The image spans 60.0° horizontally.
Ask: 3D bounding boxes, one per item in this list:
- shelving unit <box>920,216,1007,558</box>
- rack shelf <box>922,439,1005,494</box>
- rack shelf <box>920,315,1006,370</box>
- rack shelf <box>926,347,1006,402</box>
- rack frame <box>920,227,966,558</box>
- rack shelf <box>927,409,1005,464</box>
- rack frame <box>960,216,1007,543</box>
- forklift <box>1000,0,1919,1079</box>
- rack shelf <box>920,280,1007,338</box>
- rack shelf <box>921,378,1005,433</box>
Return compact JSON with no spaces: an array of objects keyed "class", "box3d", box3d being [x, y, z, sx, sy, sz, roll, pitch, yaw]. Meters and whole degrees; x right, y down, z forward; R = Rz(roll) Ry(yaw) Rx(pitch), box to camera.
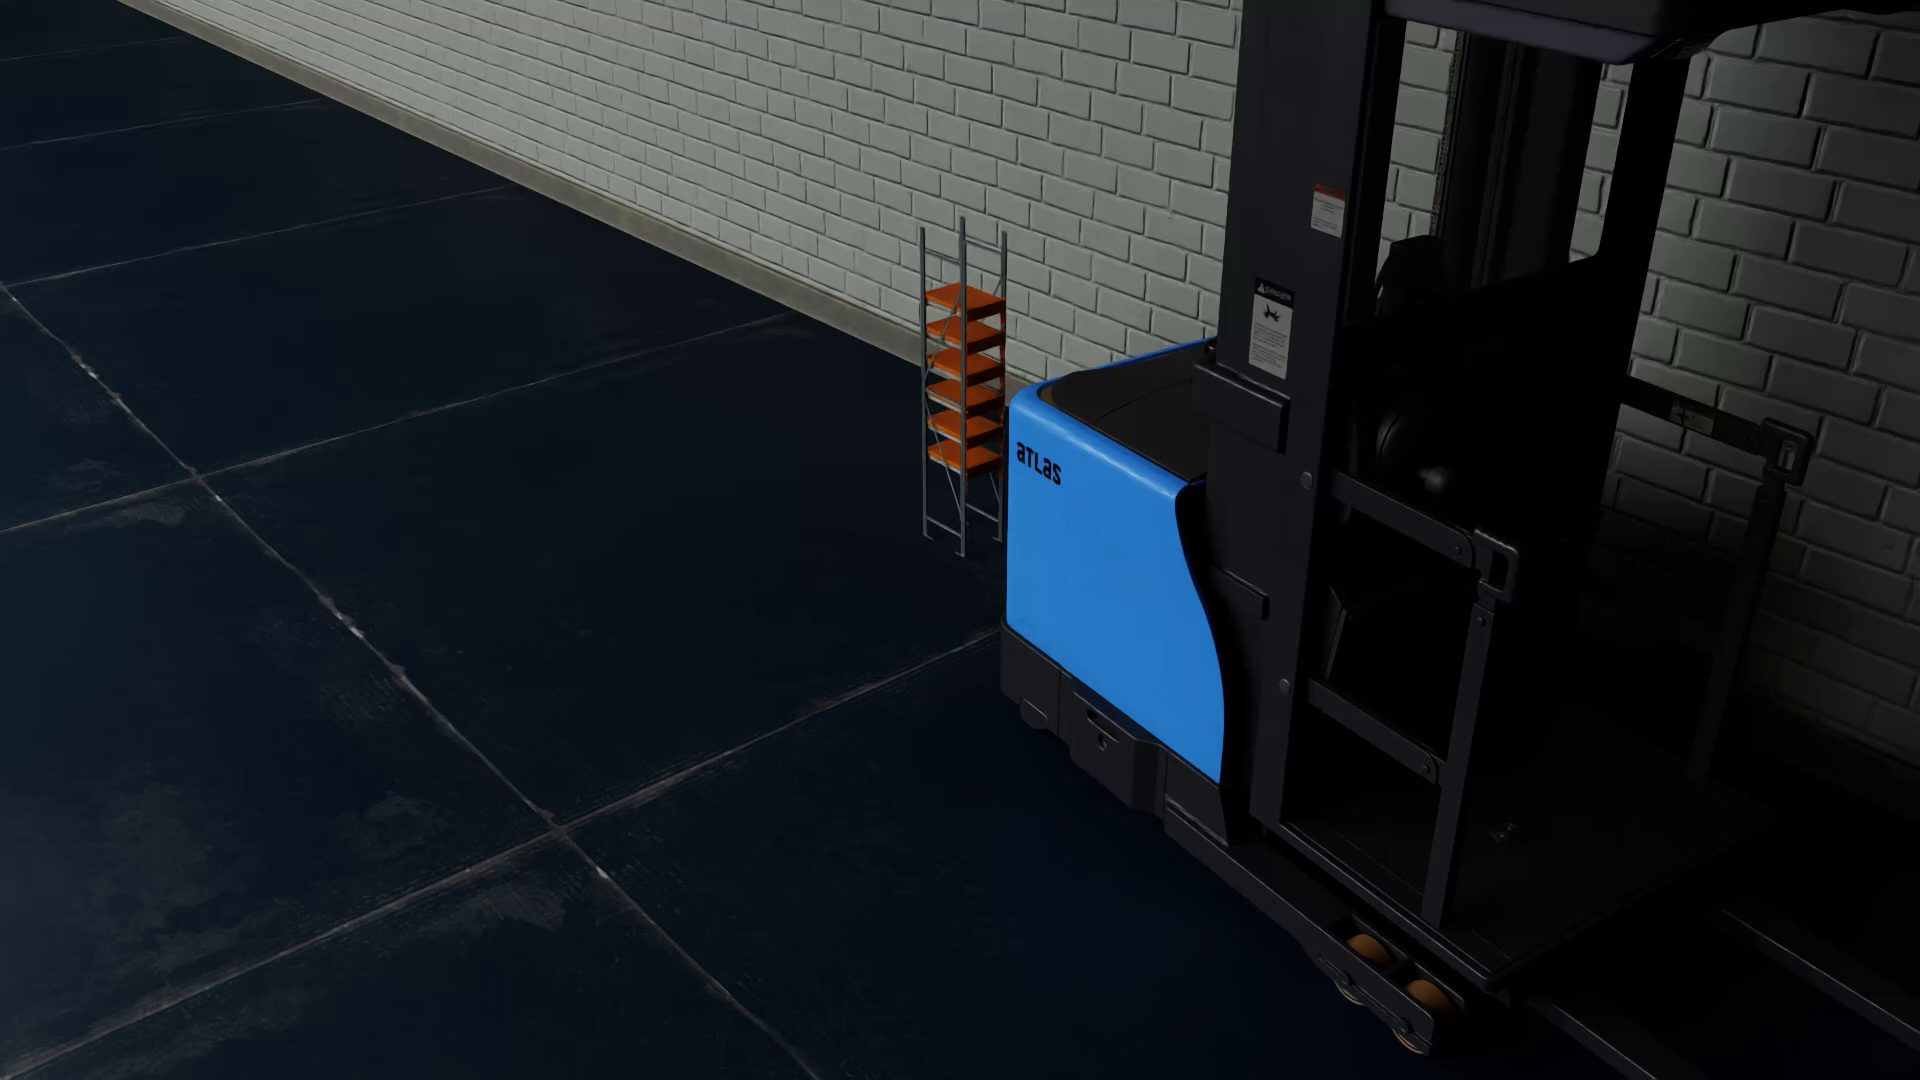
[{"class":"shelving unit","box3d":[0.011,-0.534,5.975,0.189,1.200,0.258,-22,35,-35]},{"class":"rack shelf","box3d":[0.011,-0.283,6.110,0.180,0.103,0.258,-22,35,-35]},{"class":"rack shelf","box3d":[0.011,-0.706,5.883,0.180,0.103,0.258,-22,35,-35]},{"class":"rack shelf","box3d":[0.011,-0.600,5.940,0.180,0.103,0.258,-22,35,-35]},{"class":"rack frame","box3d":[-0.059,-0.506,5.923,0.006,1.200,0.240,-22,35,-35]},{"class":"rack shelf","box3d":[0.011,-0.389,6.053,0.180,0.103,0.258,-22,35,-35]},{"class":"rack frame","box3d":[0.081,-0.562,6.028,0.006,1.200,0.240,-22,35,-35]},{"class":"forklift","box3d":[1.360,-0.329,3.756,1.130,2.935,3.031,-17,33,-29]},{"class":"rack shelf","box3d":[0.011,-0.812,5.827,0.180,0.103,0.258,-22,35,-35]},{"class":"rack shelf","box3d":[0.011,-0.494,5.996,0.180,0.103,0.258,-22,35,-35]}]
